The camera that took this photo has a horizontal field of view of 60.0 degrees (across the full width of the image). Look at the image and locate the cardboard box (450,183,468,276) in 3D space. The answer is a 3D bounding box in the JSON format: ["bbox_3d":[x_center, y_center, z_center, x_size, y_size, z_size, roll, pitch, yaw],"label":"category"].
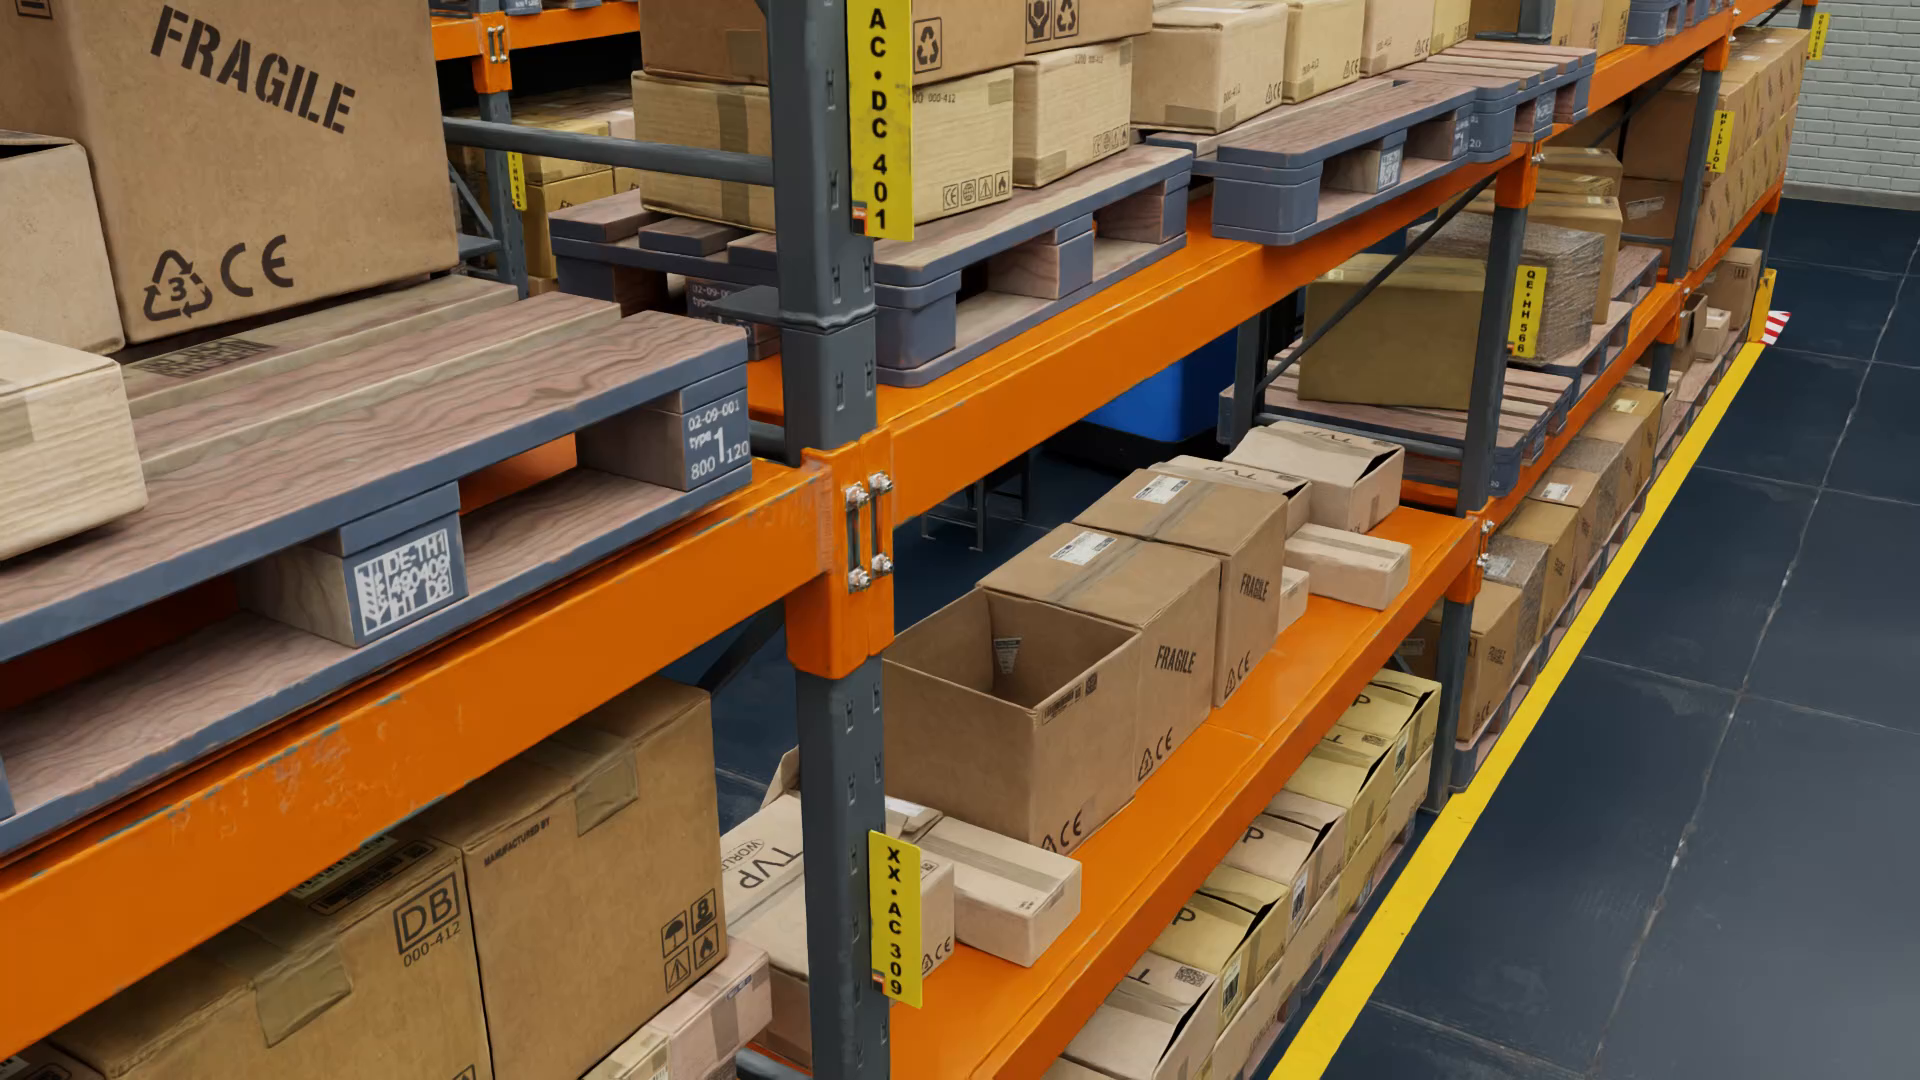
[{"bbox_3d":[-2.920,-1.515,8.293,0.700,0.500,0.500,11,26,23],"label":"cardboard box"}]

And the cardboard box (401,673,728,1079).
[{"bbox_3d":[-0.809,0.469,2.632,0.700,0.500,0.500,14,27,29],"label":"cardboard box"}]

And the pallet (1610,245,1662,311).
[{"bbox_3d":[3.125,-1.406,8.963,1.003,0.211,1.213,14,27,29],"label":"pallet"}]

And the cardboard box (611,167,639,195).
[{"bbox_3d":[-1.923,-1.904,9.347,0.500,0.500,0.500,15,28,31],"label":"cardboard box"}]

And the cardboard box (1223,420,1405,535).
[{"bbox_3d":[1.300,-0.236,6.132,0.500,0.311,0.500,16,28,32],"label":"cardboard box"}]

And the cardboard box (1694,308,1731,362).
[{"bbox_3d":[5.145,-1.481,11.803,0.500,0.250,0.500,14,27,29],"label":"cardboard box"}]

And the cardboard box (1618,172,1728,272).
[{"bbox_3d":[4.140,-1.902,9.741,0.500,0.500,0.500,15,27,30],"label":"cardboard box"}]

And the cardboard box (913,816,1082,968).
[{"bbox_3d":[0.061,0.818,3.900,0.380,0.149,0.250,14,27,29],"label":"cardboard box"}]

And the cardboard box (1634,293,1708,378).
[{"bbox_3d":[4.626,-1.432,11.371,0.797,0.503,0.637,14,27,29],"label":"cardboard box"}]

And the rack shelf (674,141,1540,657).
[{"bbox_3d":[0.474,-0.762,4.364,1.077,0.370,4.000,14,27,29],"label":"rack shelf"}]

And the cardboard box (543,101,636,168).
[{"bbox_3d":[-1.940,-2.244,9.188,0.500,0.250,0.500,13,27,28],"label":"cardboard box"}]

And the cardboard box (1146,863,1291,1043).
[{"bbox_3d":[0.659,1.165,5.010,0.500,0.311,0.500,15,27,30],"label":"cardboard box"}]

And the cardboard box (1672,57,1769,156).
[{"bbox_3d":[4.670,-2.693,10.311,0.500,0.500,0.500,13,27,27],"label":"cardboard box"}]

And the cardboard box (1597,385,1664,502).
[{"bbox_3d":[3.623,-0.569,9.381,0.500,0.500,0.500,14,27,29],"label":"cardboard box"}]

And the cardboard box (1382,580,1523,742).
[{"bbox_3d":[2.012,0.461,7.002,0.500,0.500,0.500,15,28,31],"label":"cardboard box"}]

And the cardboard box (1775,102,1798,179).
[{"bbox_3d":[5.744,-2.928,12.113,0.500,0.500,0.500,15,27,31],"label":"cardboard box"}]

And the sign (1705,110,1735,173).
[{"bbox_3d":[4.113,-2.157,8.999,0.100,0.325,0.005,14,27,29],"label":"sign"}]

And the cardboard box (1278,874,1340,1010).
[{"bbox_3d":[0.922,1.251,5.517,0.500,0.250,0.500,15,27,30],"label":"cardboard box"}]

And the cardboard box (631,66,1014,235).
[{"bbox_3d":[-0.247,-0.747,3.084,0.500,0.250,0.500,17,29,34],"label":"cardboard box"}]

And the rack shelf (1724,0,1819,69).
[{"bbox_3d":[4.694,-3.462,10.602,1.077,0.370,4.000,14,27,29],"label":"rack shelf"}]

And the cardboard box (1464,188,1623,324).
[{"bbox_3d":[2.760,-1.370,7.985,0.700,0.500,0.500,7,24,16],"label":"cardboard box"}]

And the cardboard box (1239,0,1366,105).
[{"bbox_3d":[0.765,-1.355,4.488,0.500,0.250,0.500,13,27,28],"label":"cardboard box"}]

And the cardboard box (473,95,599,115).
[{"bbox_3d":[-2.386,-2.345,9.421,0.500,0.250,0.500,13,27,27],"label":"cardboard box"}]

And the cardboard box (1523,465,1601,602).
[{"bbox_3d":[2.823,-0.063,8.211,0.500,0.500,0.500,13,27,27],"label":"cardboard box"}]

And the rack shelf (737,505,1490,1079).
[{"bbox_3d":[0.475,0.614,4.960,1.077,0.370,4.000,14,27,29],"label":"rack shelf"}]

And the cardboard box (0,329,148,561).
[{"bbox_3d":[-0.985,-0.094,1.528,0.380,0.149,0.250,14,27,29],"label":"cardboard box"}]

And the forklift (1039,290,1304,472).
[{"bbox_3d":[1.830,-2.208,10.661,1.130,2.935,3.031,19,30,36],"label":"forklift"}]

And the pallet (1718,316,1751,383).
[{"bbox_3d":[5.290,-1.516,12.487,1.003,0.211,1.213,14,27,29],"label":"pallet"}]

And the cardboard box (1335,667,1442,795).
[{"bbox_3d":[1.462,0.649,6.201,0.500,0.311,0.500,15,27,30],"label":"cardboard box"}]

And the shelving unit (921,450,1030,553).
[{"bbox_3d":[0.087,-1.019,8.962,0.431,2.100,0.503,14,27,29],"label":"shelving unit"}]

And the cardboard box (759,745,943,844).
[{"bbox_3d":[-0.273,0.686,4.059,0.396,0.266,0.258,13,27,28],"label":"cardboard box"}]

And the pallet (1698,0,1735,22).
[{"bbox_3d":[3.236,-2.826,8.462,1.213,0.211,1.003,14,27,29],"label":"pallet"}]

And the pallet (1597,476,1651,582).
[{"bbox_3d":[3.242,-0.179,9.397,1.003,0.211,1.213,14,27,29],"label":"pallet"}]

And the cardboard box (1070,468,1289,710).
[{"bbox_3d":[0.658,0.133,5.041,0.500,0.500,0.500,12,26,26],"label":"cardboard box"}]

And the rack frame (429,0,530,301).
[{"bbox_3d":[-2.681,-1.428,8.772,1.000,3.000,0.127,14,27,29],"label":"rack frame"}]

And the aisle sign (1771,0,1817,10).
[{"bbox_3d":[6.046,-4.243,12.002,0.394,0.787,0.004,14,27,29],"label":"aisle sign"}]

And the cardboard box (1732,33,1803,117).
[{"bbox_3d":[5.482,-3.217,11.521,0.500,0.500,0.500,15,27,30],"label":"cardboard box"}]

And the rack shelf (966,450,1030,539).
[{"bbox_3d":[0.087,-0.365,9.245,0.431,0.518,0.480,14,27,29],"label":"rack shelf"}]

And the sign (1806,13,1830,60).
[{"bbox_3d":[6.210,-3.644,12.037,0.100,0.325,0.005,14,27,29],"label":"sign"}]

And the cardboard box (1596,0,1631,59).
[{"bbox_3d":[2.274,-2.315,6.920,0.910,0.500,0.500,14,27,29],"label":"cardboard box"}]

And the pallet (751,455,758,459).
[{"bbox_3d":[-1.557,-0.808,10.851,1.003,0.211,1.213,14,27,29],"label":"pallet"}]

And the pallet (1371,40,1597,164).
[{"bbox_3d":[1.247,-1.433,5.246,1.213,0.211,1.003,15,28,31],"label":"pallet"}]

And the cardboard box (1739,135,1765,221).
[{"bbox_3d":[4.940,-2.415,10.928,0.500,0.500,0.500,13,27,28],"label":"cardboard box"}]

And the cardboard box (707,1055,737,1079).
[{"bbox_3d":[-0.809,1.065,2.889,0.700,0.500,0.500,13,27,28],"label":"cardboard box"}]

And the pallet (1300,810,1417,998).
[{"bbox_3d":[1.062,1.159,6.308,1.003,0.211,1.213,14,27,29],"label":"pallet"}]

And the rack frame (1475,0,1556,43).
[{"bbox_3d":[1.529,-3.144,5.185,1.000,3.000,0.127,14,27,29],"label":"rack frame"}]

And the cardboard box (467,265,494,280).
[{"bbox_3d":[-2.727,-1.485,9.196,0.380,0.149,0.250,14,27,30],"label":"cardboard box"}]
